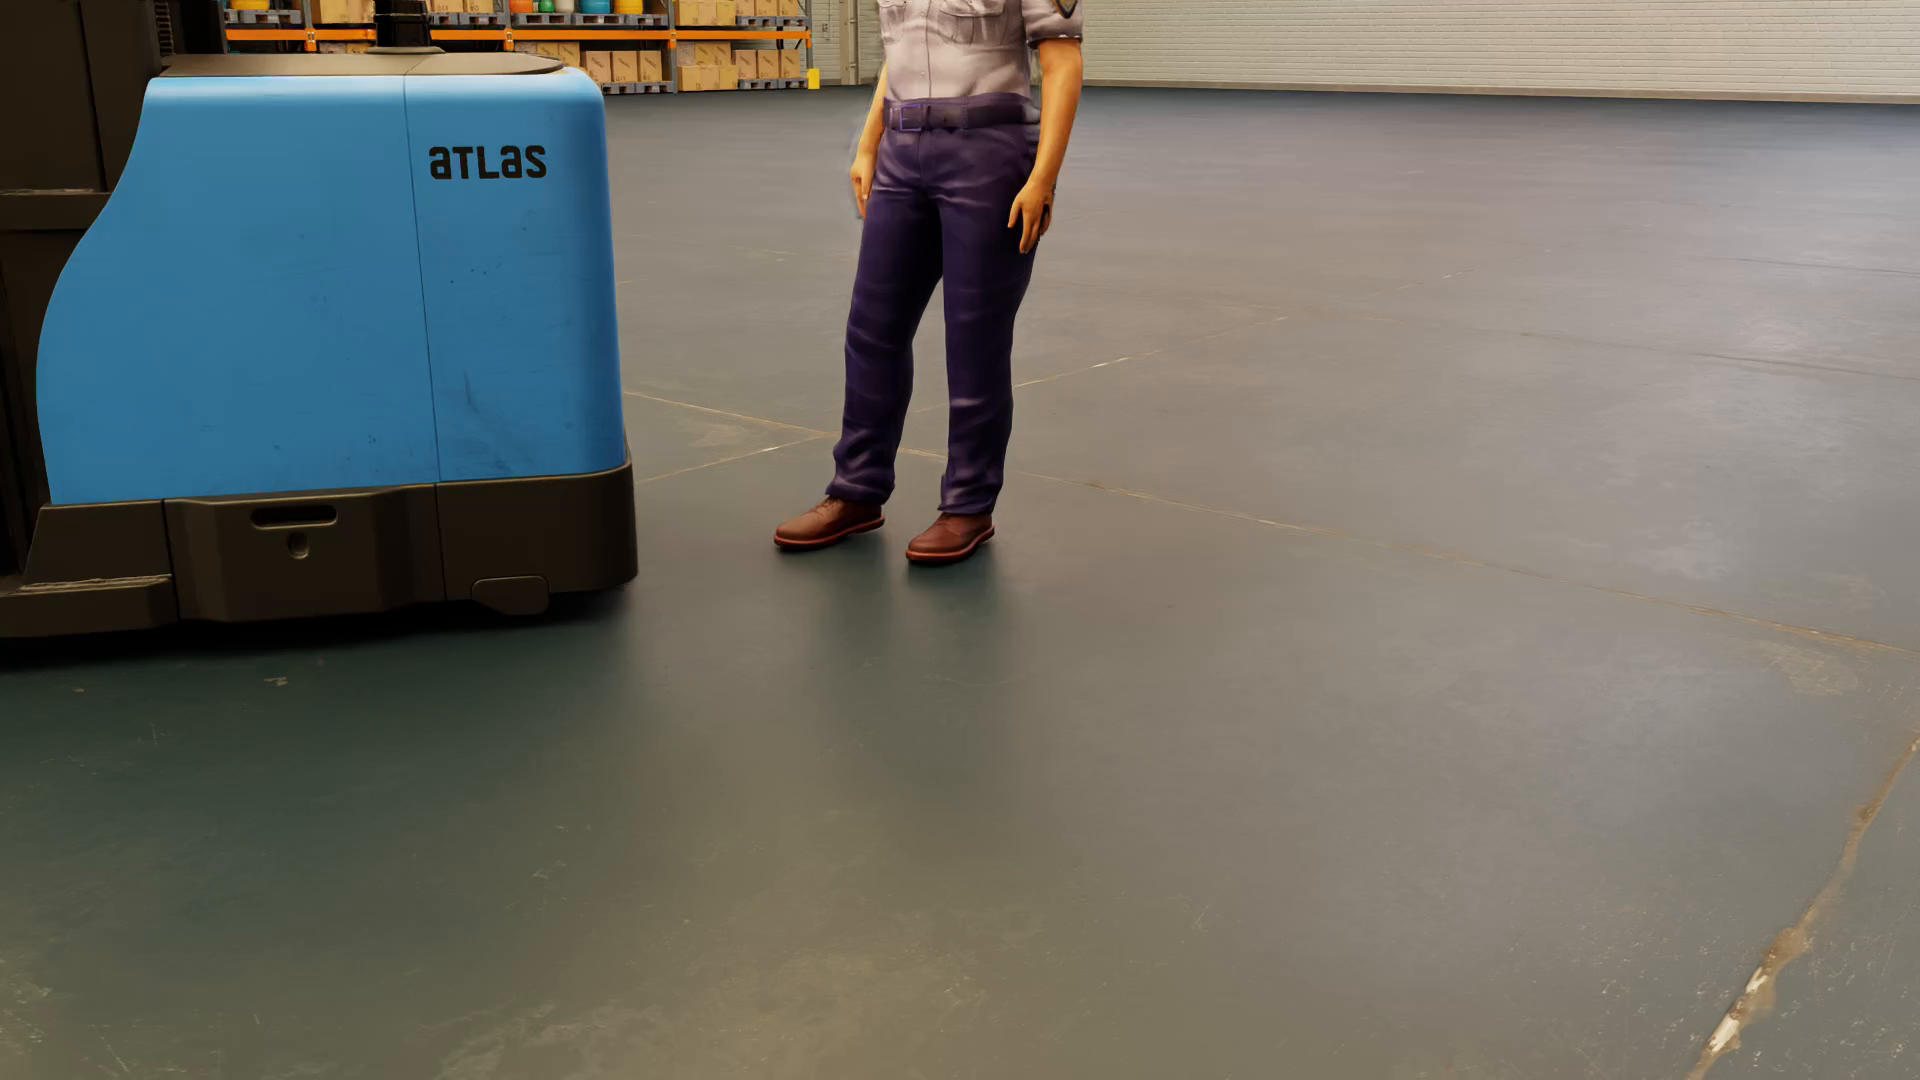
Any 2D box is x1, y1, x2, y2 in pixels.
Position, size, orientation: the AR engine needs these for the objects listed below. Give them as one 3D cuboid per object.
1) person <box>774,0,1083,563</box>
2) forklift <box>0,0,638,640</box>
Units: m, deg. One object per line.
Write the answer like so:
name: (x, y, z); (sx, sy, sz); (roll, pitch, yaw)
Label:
person: (-0.069, -0.775, 3.640); (0.611, 1.651, 0.501); (14, 22, 38)
forklift: (-2.244, -1.282, 3.118); (3.031, 2.935, 1.130); (-4, 17, -13)
